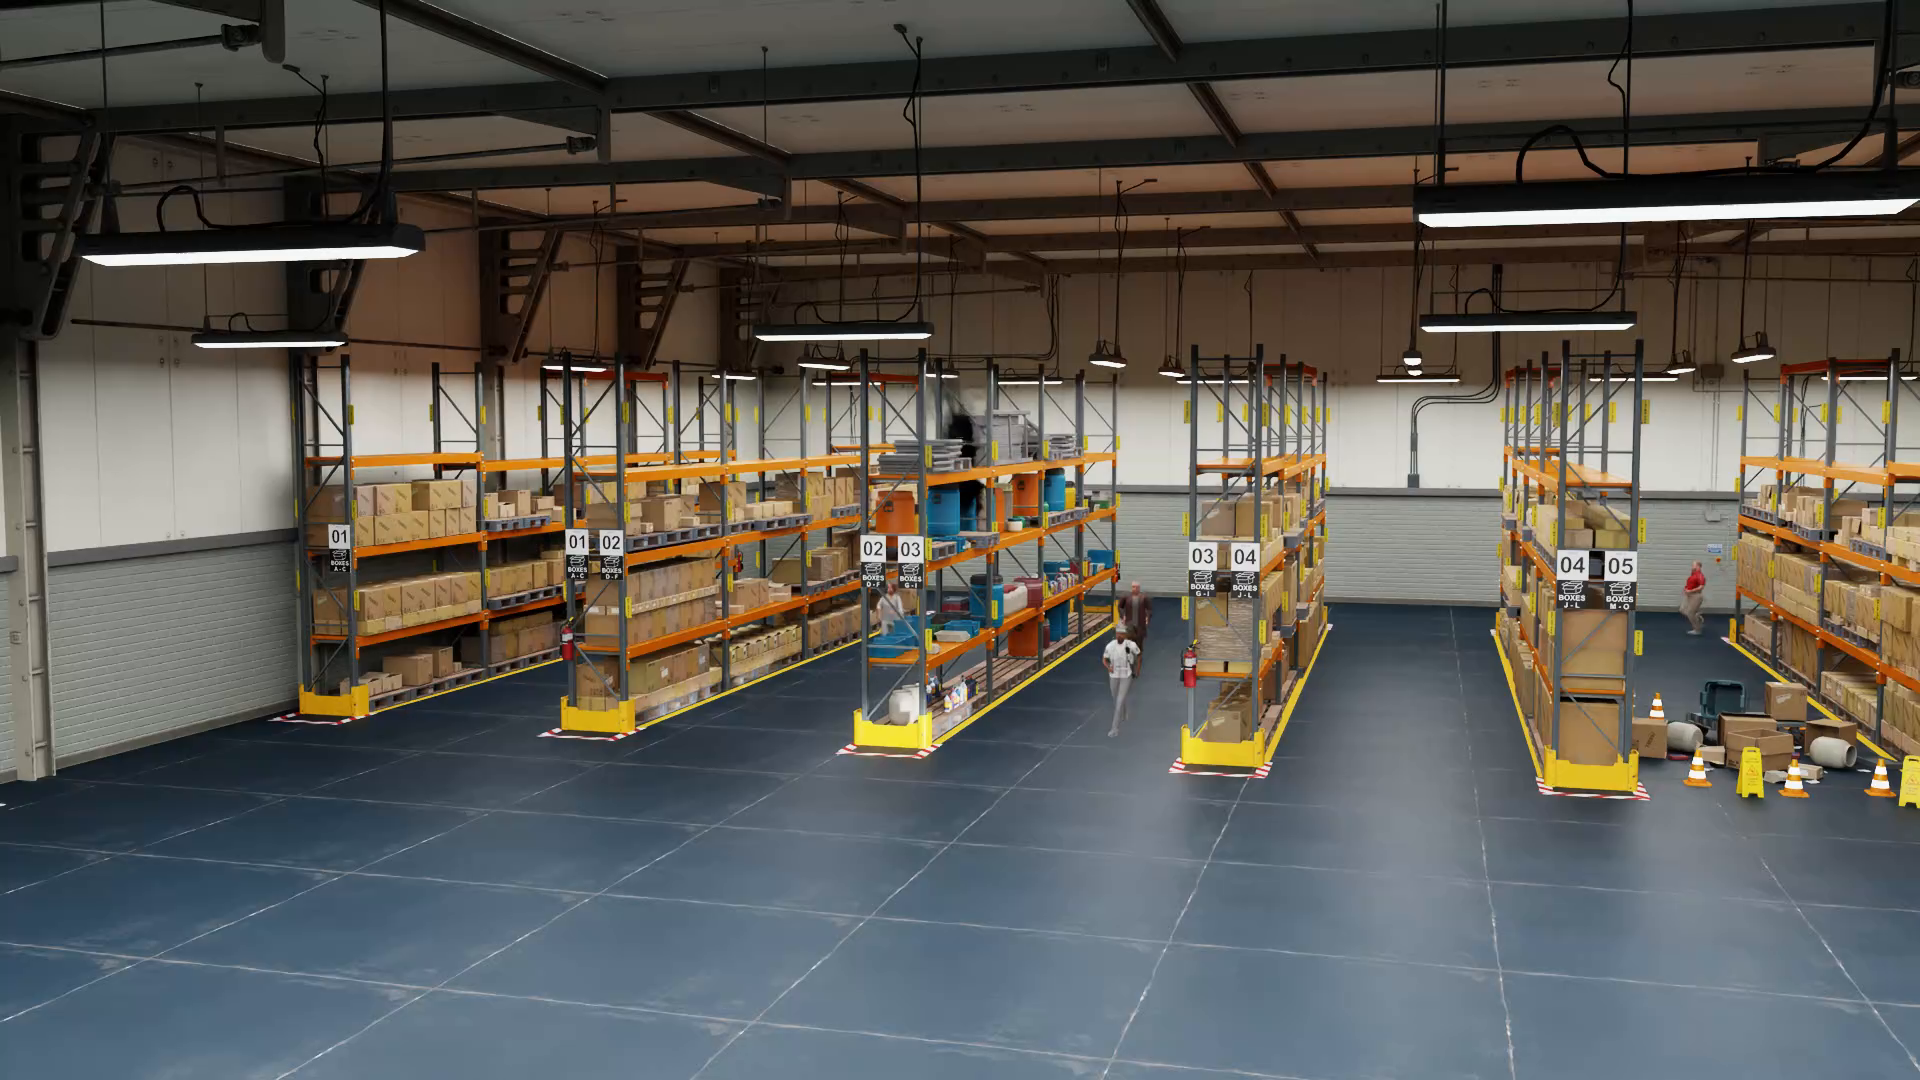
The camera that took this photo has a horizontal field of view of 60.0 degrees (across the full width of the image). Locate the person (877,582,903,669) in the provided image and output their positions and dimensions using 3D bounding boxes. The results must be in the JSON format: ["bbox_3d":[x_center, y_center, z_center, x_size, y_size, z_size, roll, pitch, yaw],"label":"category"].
[{"bbox_3d":[-1.318,1.596,31.038,0.506,1.637,0.651,0,4,3],"label":"person"}]

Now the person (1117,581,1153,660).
[{"bbox_3d":[3.437,1.618,32.730,0.712,1.613,0.881,1,4,7],"label":"person"}]

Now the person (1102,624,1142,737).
[{"bbox_3d":[2.487,2.116,25.581,0.600,1.694,0.960,1,5,18],"label":"person"}]

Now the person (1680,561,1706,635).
[{"bbox_3d":[16.745,1.318,37.956,0.595,1.674,0.660,0,4,5],"label":"person"}]
